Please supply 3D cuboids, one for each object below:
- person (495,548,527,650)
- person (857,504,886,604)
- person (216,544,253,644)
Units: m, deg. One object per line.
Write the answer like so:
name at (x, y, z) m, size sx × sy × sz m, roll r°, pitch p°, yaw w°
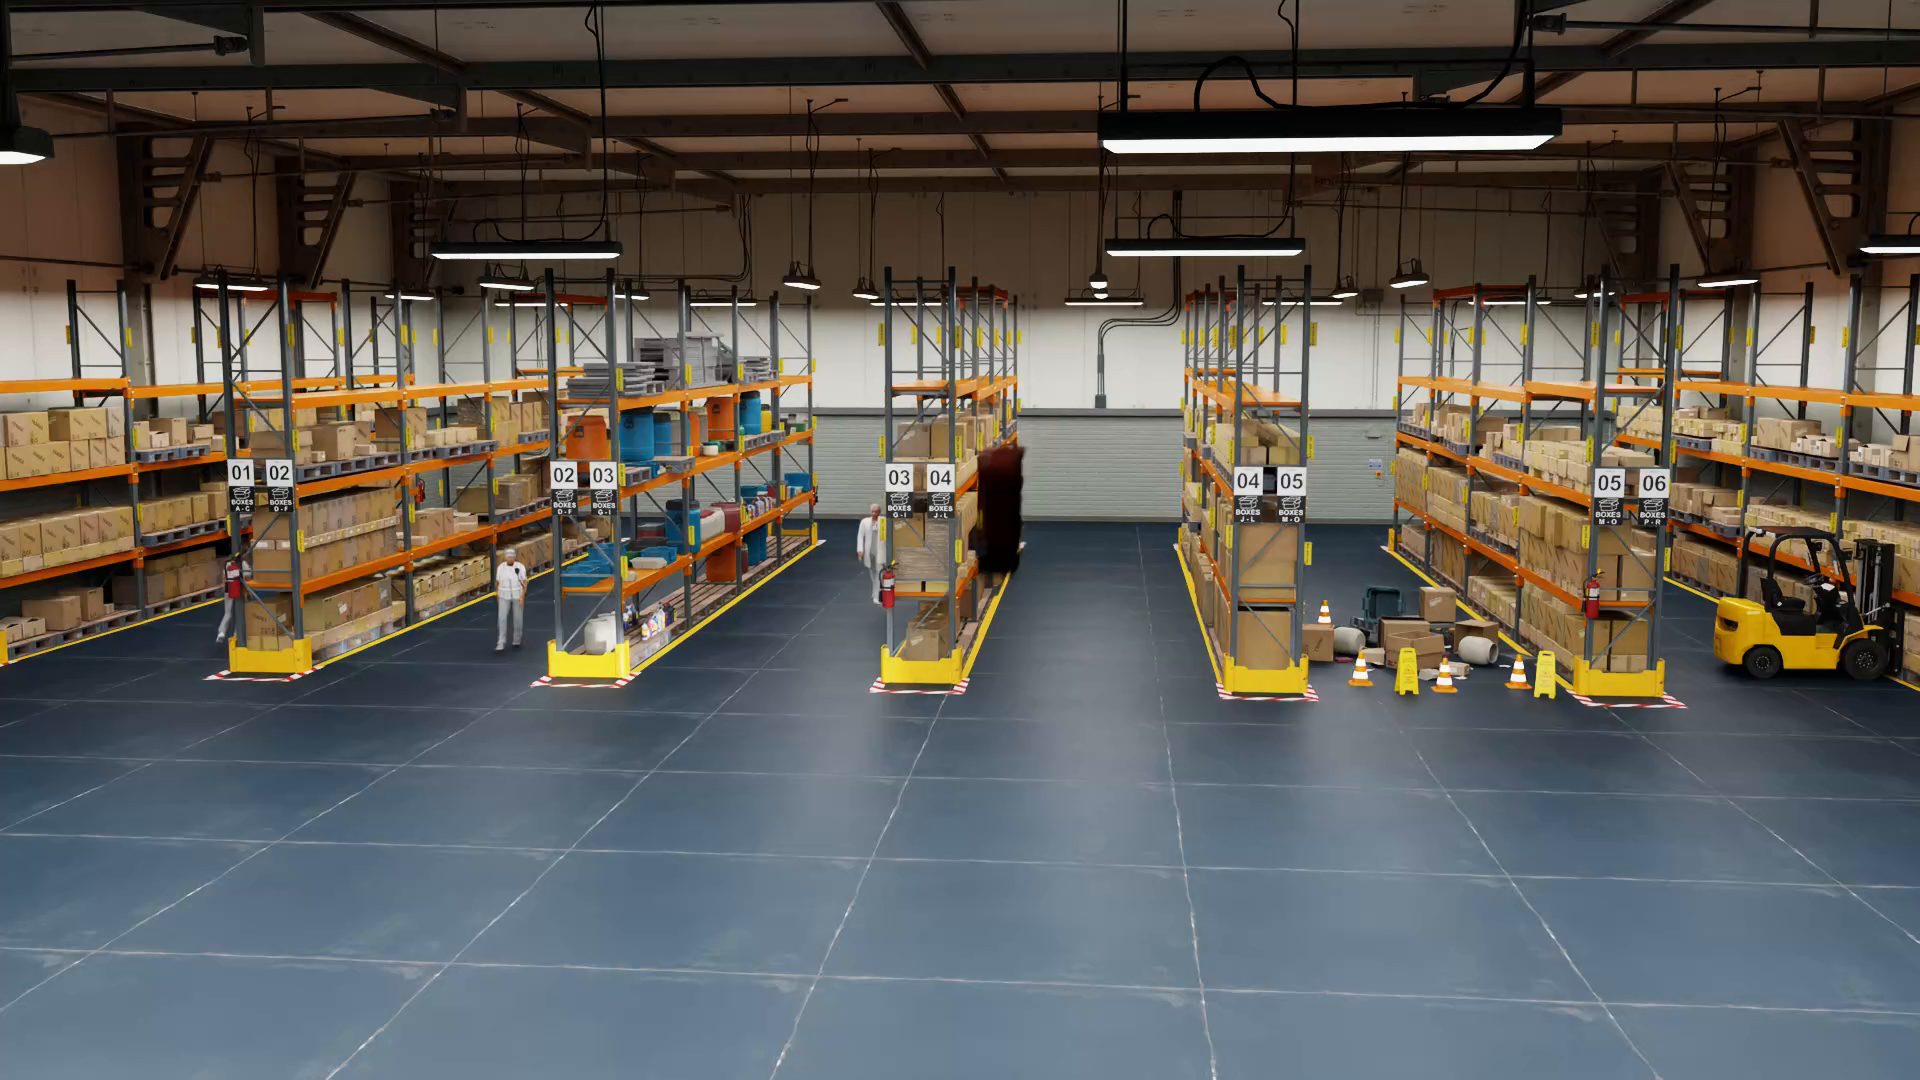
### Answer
person at (-7.238, 0.936, 26.759) m, size 0.538 × 1.612 × 0.964 m, roll -2°, pitch 7°, yaw -17°
person at (-1.550, 0.221, 29.651) m, size 0.593 × 1.731 × 1.030 m, roll 2°, pitch 7°, yaw 14°
person at (-11.828, 0.908, 27.081) m, size 0.499 × 1.646 × 0.617 m, roll 1°, pitch 7°, yaw 8°
